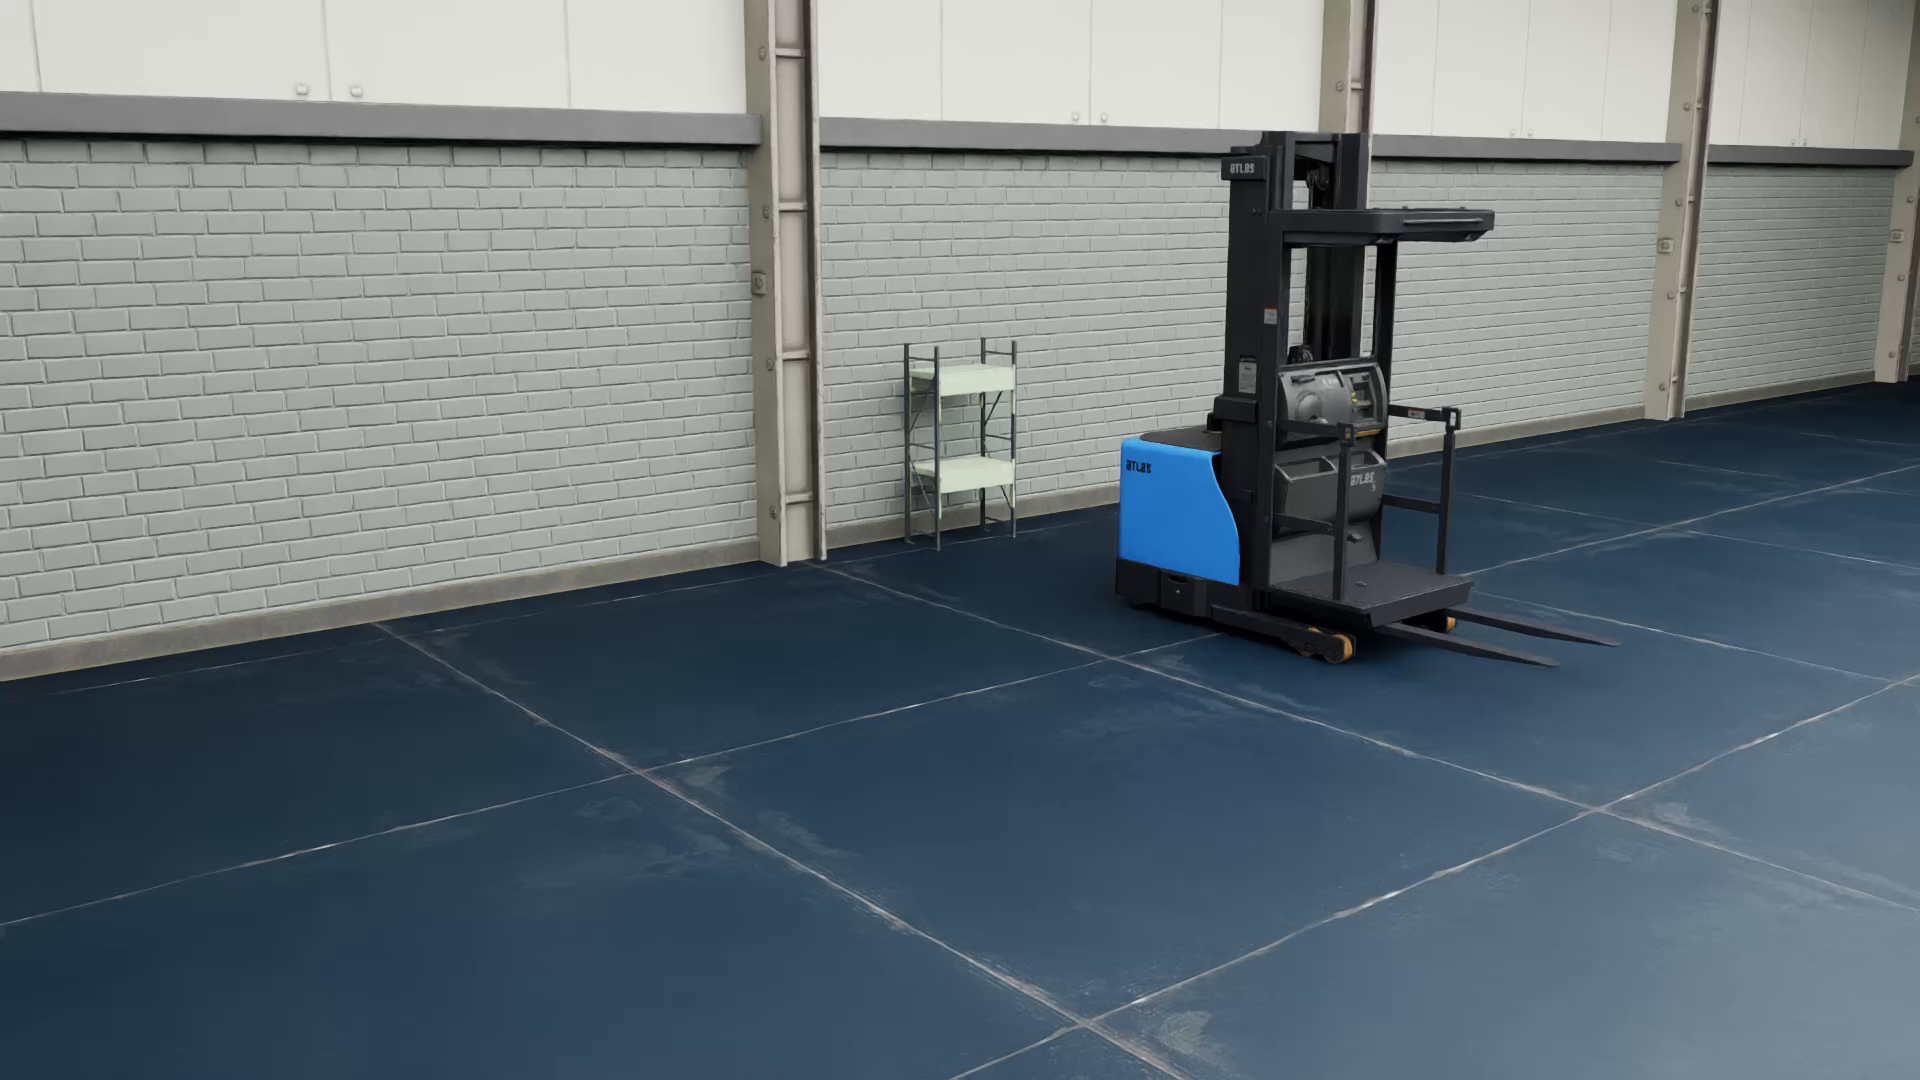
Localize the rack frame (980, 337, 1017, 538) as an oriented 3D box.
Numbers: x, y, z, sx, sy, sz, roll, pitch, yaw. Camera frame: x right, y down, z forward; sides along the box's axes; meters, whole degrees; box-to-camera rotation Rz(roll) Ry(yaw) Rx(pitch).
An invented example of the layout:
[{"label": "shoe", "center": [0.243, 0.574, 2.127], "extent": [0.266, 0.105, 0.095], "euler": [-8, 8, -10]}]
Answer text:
[{"label": "rack frame", "center": [0.291, -0.782, 12.701], "extent": [0.023, 1.500, 0.400], "euler": [-9, 15, -38]}]

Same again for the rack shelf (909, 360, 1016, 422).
[{"label": "rack shelf", "center": [0.005, -1.116, 12.396], "extent": [0.720, 0.370, 0.431], "euler": [-9, 15, -38]}]

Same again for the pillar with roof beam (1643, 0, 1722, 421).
[{"label": "pillar with roof beam", "center": [10.852, -5.123, 15.092], "extent": [0.400, 9.000, 9.100], "euler": [-9, 15, -38]}]

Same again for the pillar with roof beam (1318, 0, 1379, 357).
[{"label": "pillar with roof beam", "center": [6.167, -4.345, 11.425], "extent": [0.400, 9.000, 9.100], "euler": [-9, 15, -38]}]

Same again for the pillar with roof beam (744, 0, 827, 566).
[{"label": "pillar with roof beam", "center": [1.482, -3.566, 7.759], "extent": [0.400, 9.000, 9.100], "euler": [-9, 15, -38]}]

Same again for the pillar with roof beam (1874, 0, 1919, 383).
[{"label": "pillar with roof beam", "center": [15.537, -5.902, 18.758], "extent": [0.400, 9.000, 9.100], "euler": [-9, 15, -38]}]

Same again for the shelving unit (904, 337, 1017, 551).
[{"label": "shelving unit", "center": [0.005, -0.735, 12.477], "extent": [0.755, 1.500, 0.431], "euler": [-9, 15, -38]}]

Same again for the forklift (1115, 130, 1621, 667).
[{"label": "forklift", "center": [2.328, -0.855, 9.599], "extent": [1.130, 2.935, 3.031], "euler": [-10, 15, -39]}]

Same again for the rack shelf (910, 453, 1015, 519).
[{"label": "rack shelf", "center": [0.005, -0.416, 12.545], "extent": [0.720, 0.370, 0.431], "euler": [-9, 15, -38]}]

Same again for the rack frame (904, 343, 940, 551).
[{"label": "rack frame", "center": [-0.281, -0.687, 12.253], "extent": [0.023, 1.500, 0.400], "euler": [-9, 15, -38]}]
